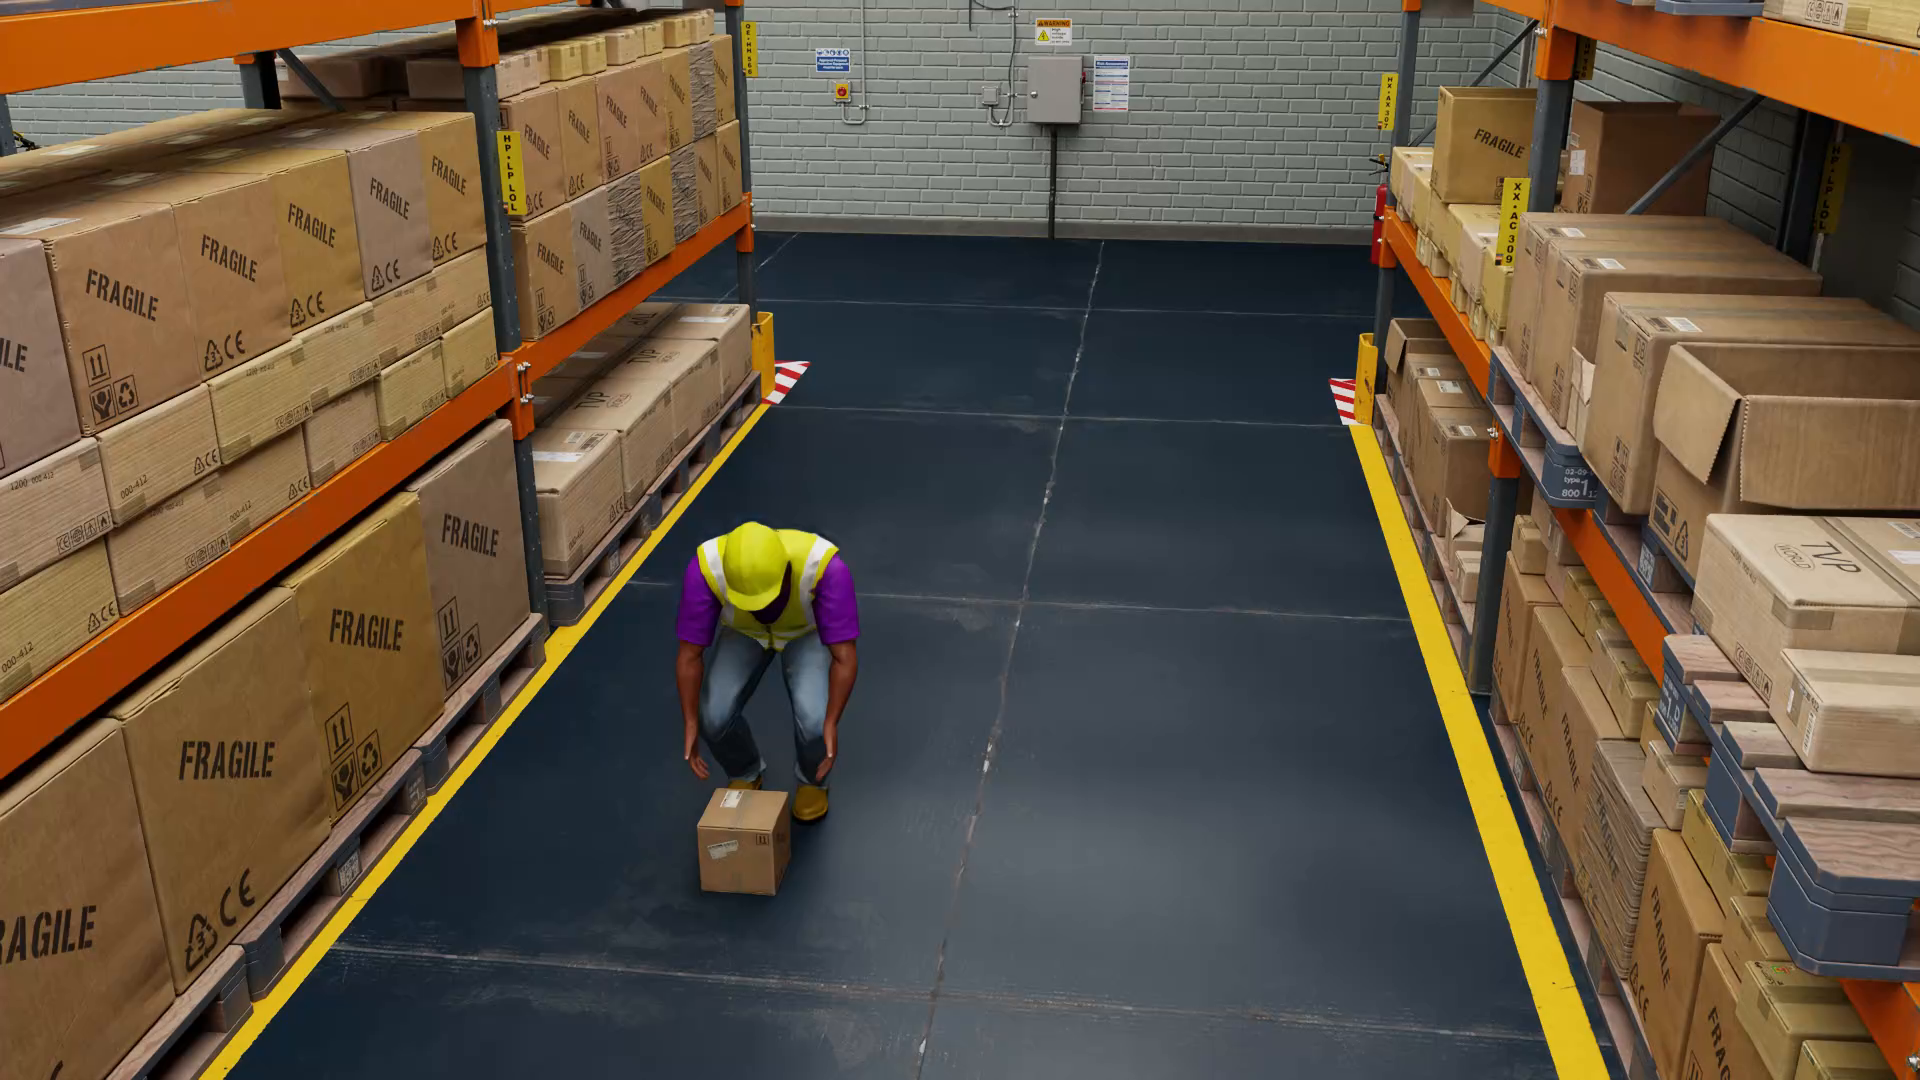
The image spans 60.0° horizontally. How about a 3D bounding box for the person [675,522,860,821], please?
[{"bbox_3d":[-0.628,0.414,5.734,0.622,1.222,0.838,2,21,6],"label":"person"}]
